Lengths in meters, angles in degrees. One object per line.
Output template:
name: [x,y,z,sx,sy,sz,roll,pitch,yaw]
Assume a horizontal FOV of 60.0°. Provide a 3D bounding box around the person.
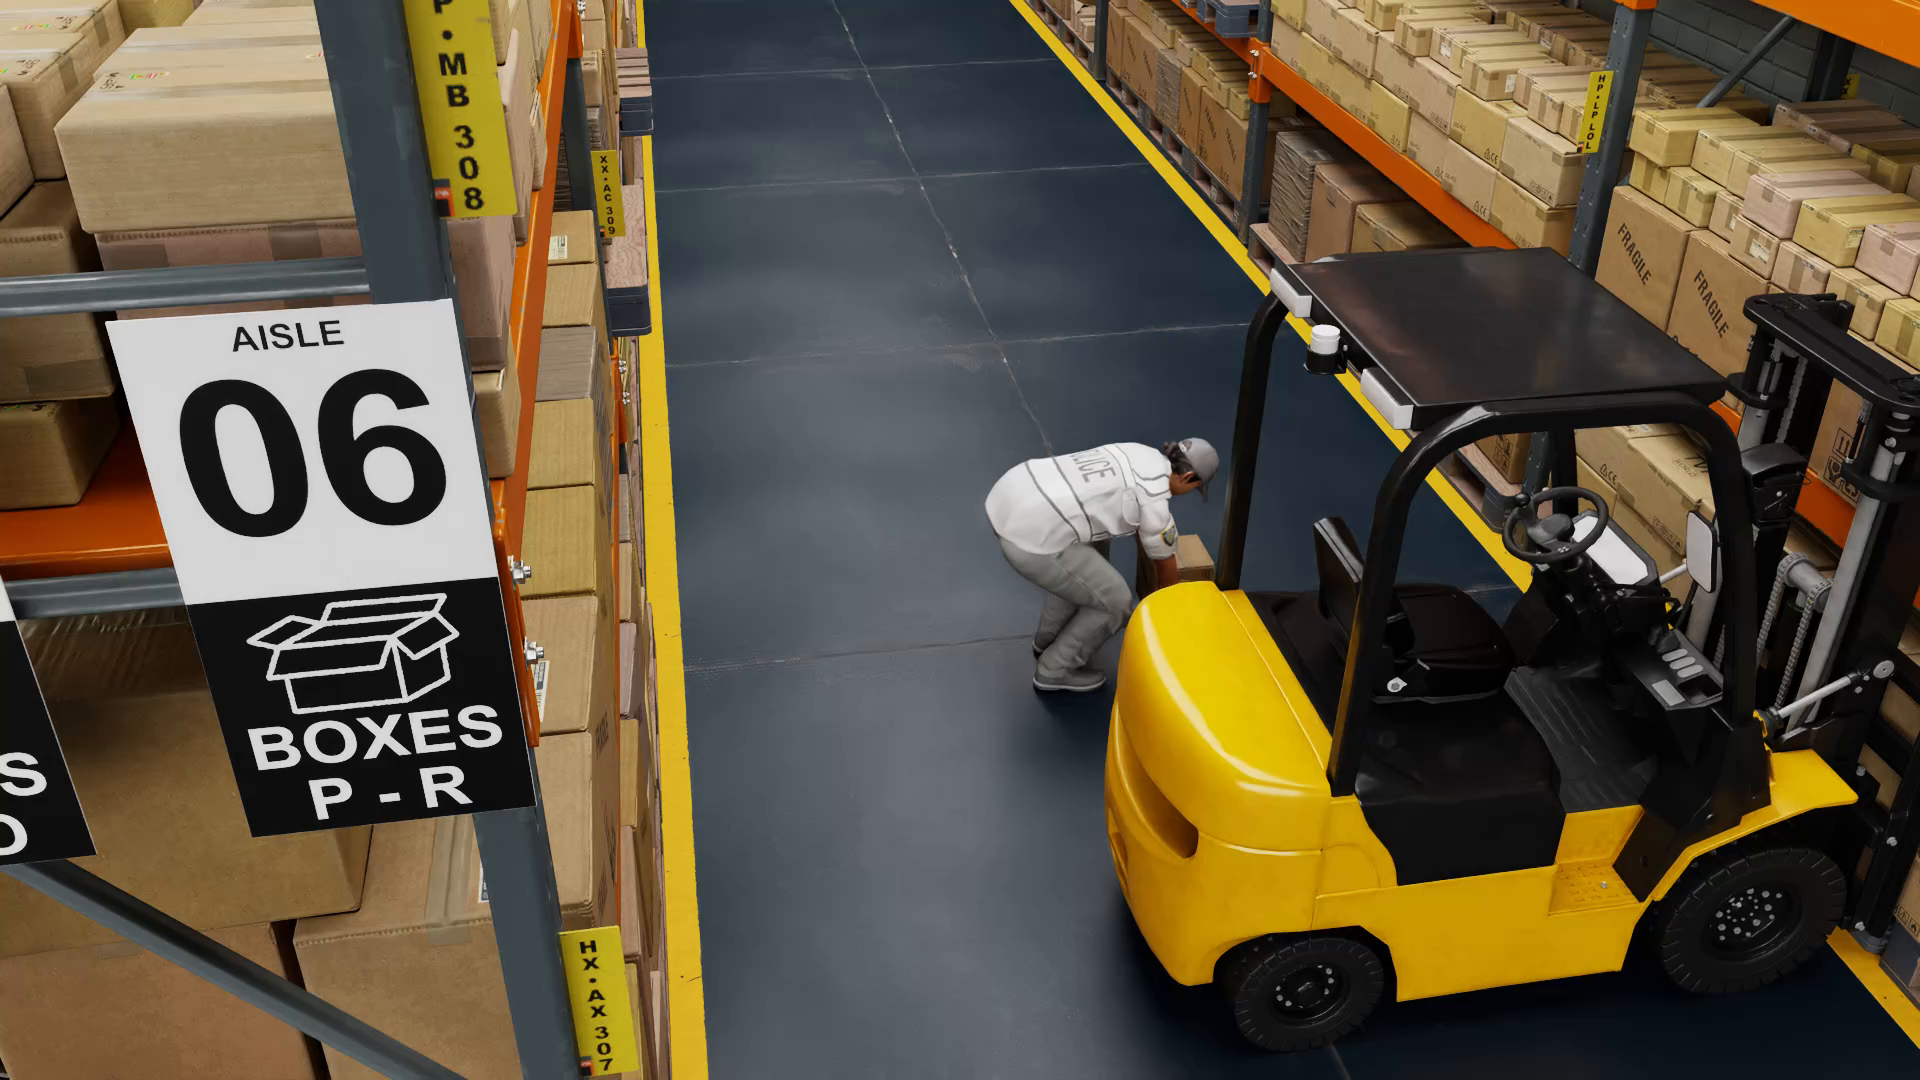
person: [0.572,0.083,6.657,0.937,0.987,0.505,-7,32,-11]
